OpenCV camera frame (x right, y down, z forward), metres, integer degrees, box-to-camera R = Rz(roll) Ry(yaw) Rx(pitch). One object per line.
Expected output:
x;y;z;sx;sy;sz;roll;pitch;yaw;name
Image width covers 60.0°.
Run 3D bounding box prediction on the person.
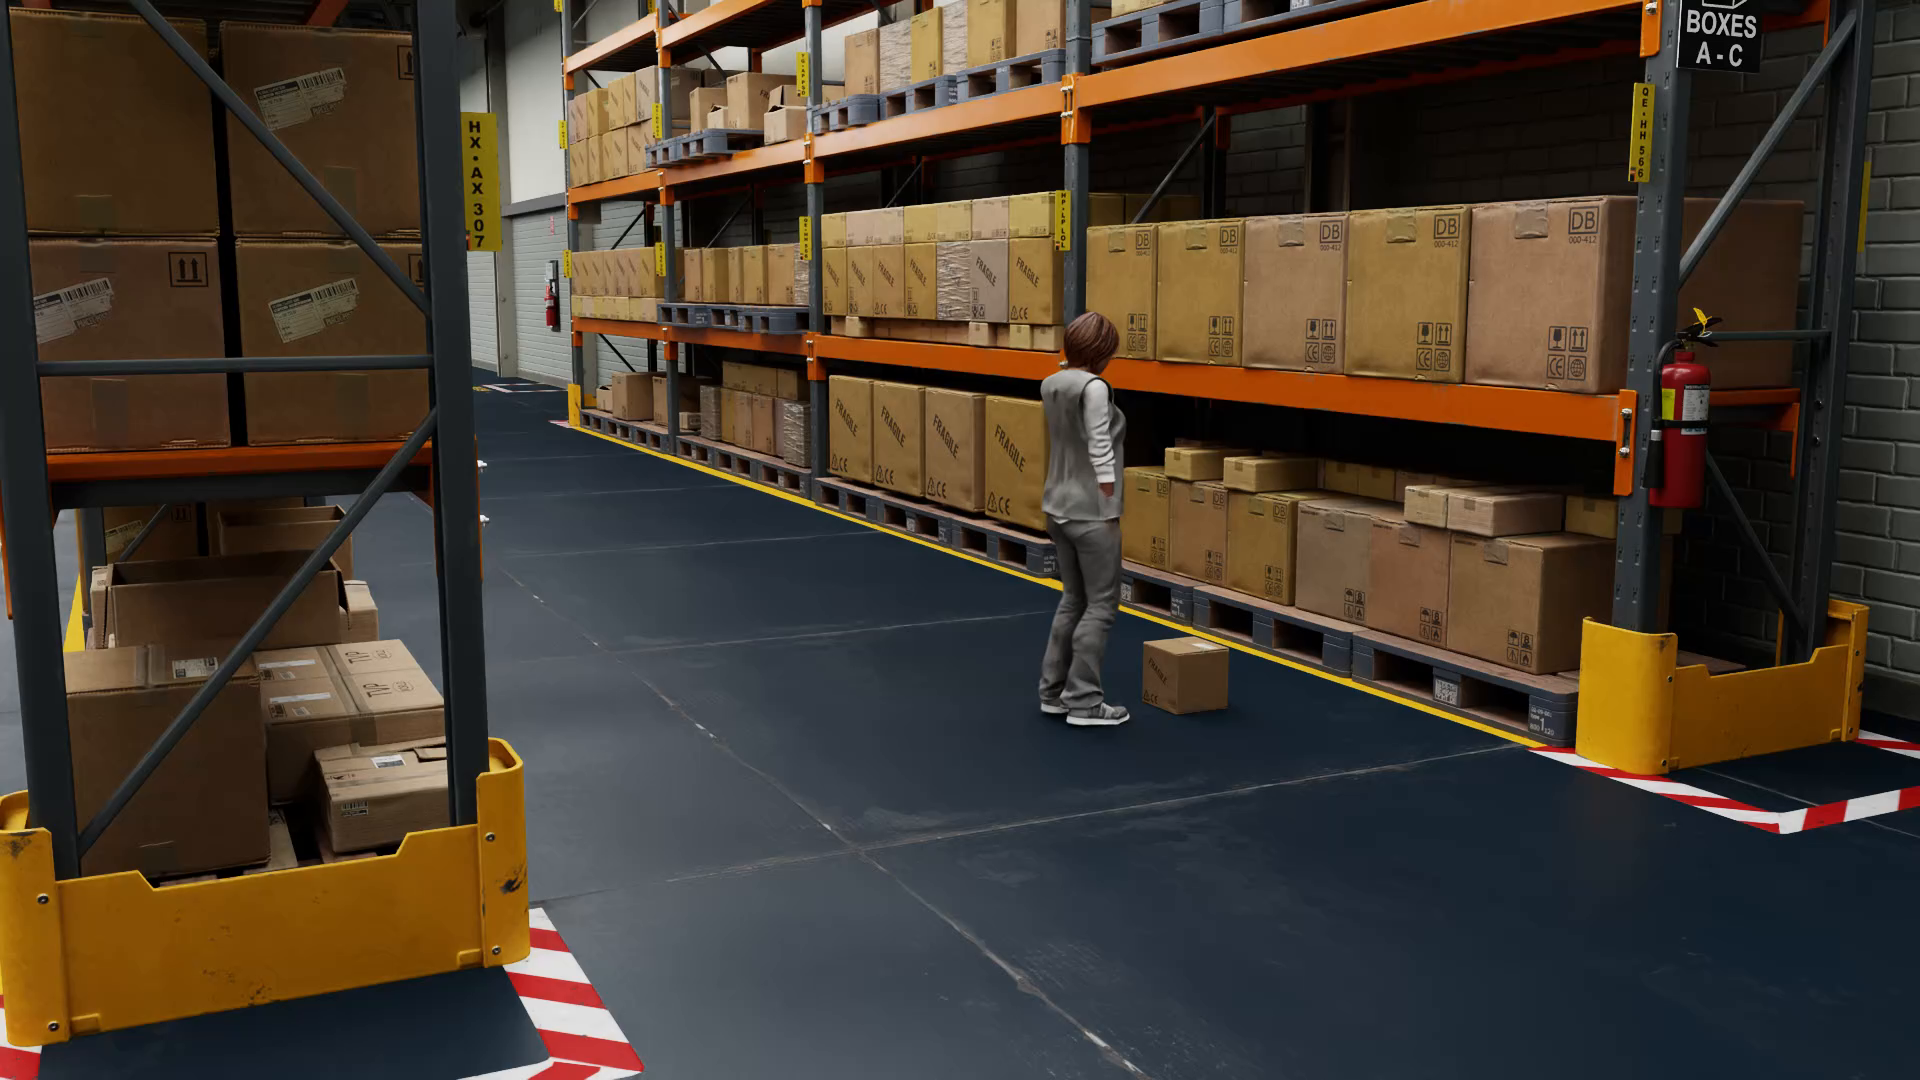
0.470;-0.074;6.460;0.302;1.577;0.409;-4;10;-25;person
